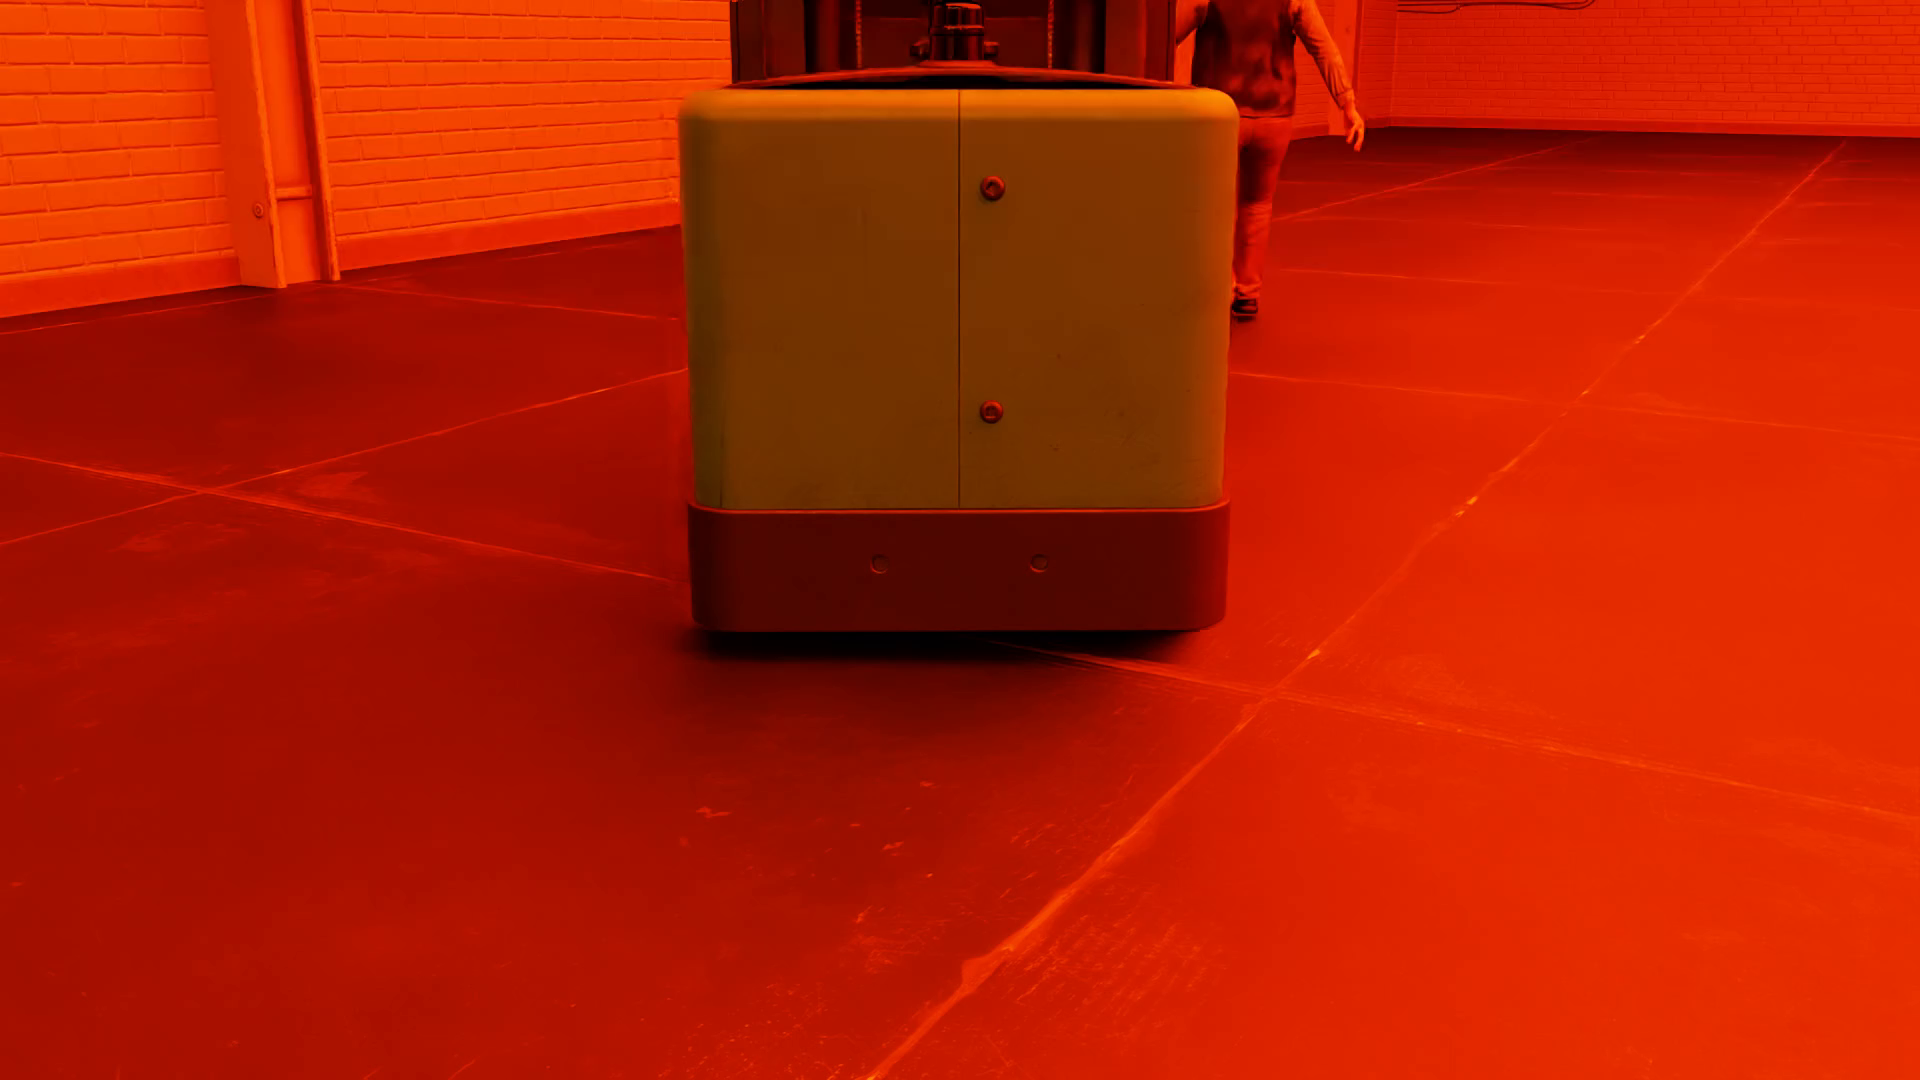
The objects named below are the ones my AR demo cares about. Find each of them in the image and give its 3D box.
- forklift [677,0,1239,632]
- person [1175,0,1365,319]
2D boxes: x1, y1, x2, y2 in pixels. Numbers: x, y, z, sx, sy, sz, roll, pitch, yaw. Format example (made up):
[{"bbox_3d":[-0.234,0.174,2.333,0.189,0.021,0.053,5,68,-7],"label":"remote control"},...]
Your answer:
[{"bbox_3d":[-0.021,-1.589,4.247,1.130,2.935,3.031,0,16,-1],"label":"forklift"},{"bbox_3d":[1.195,-1.760,6.959,0.911,1.662,0.730,-1,16,-2],"label":"person"}]
